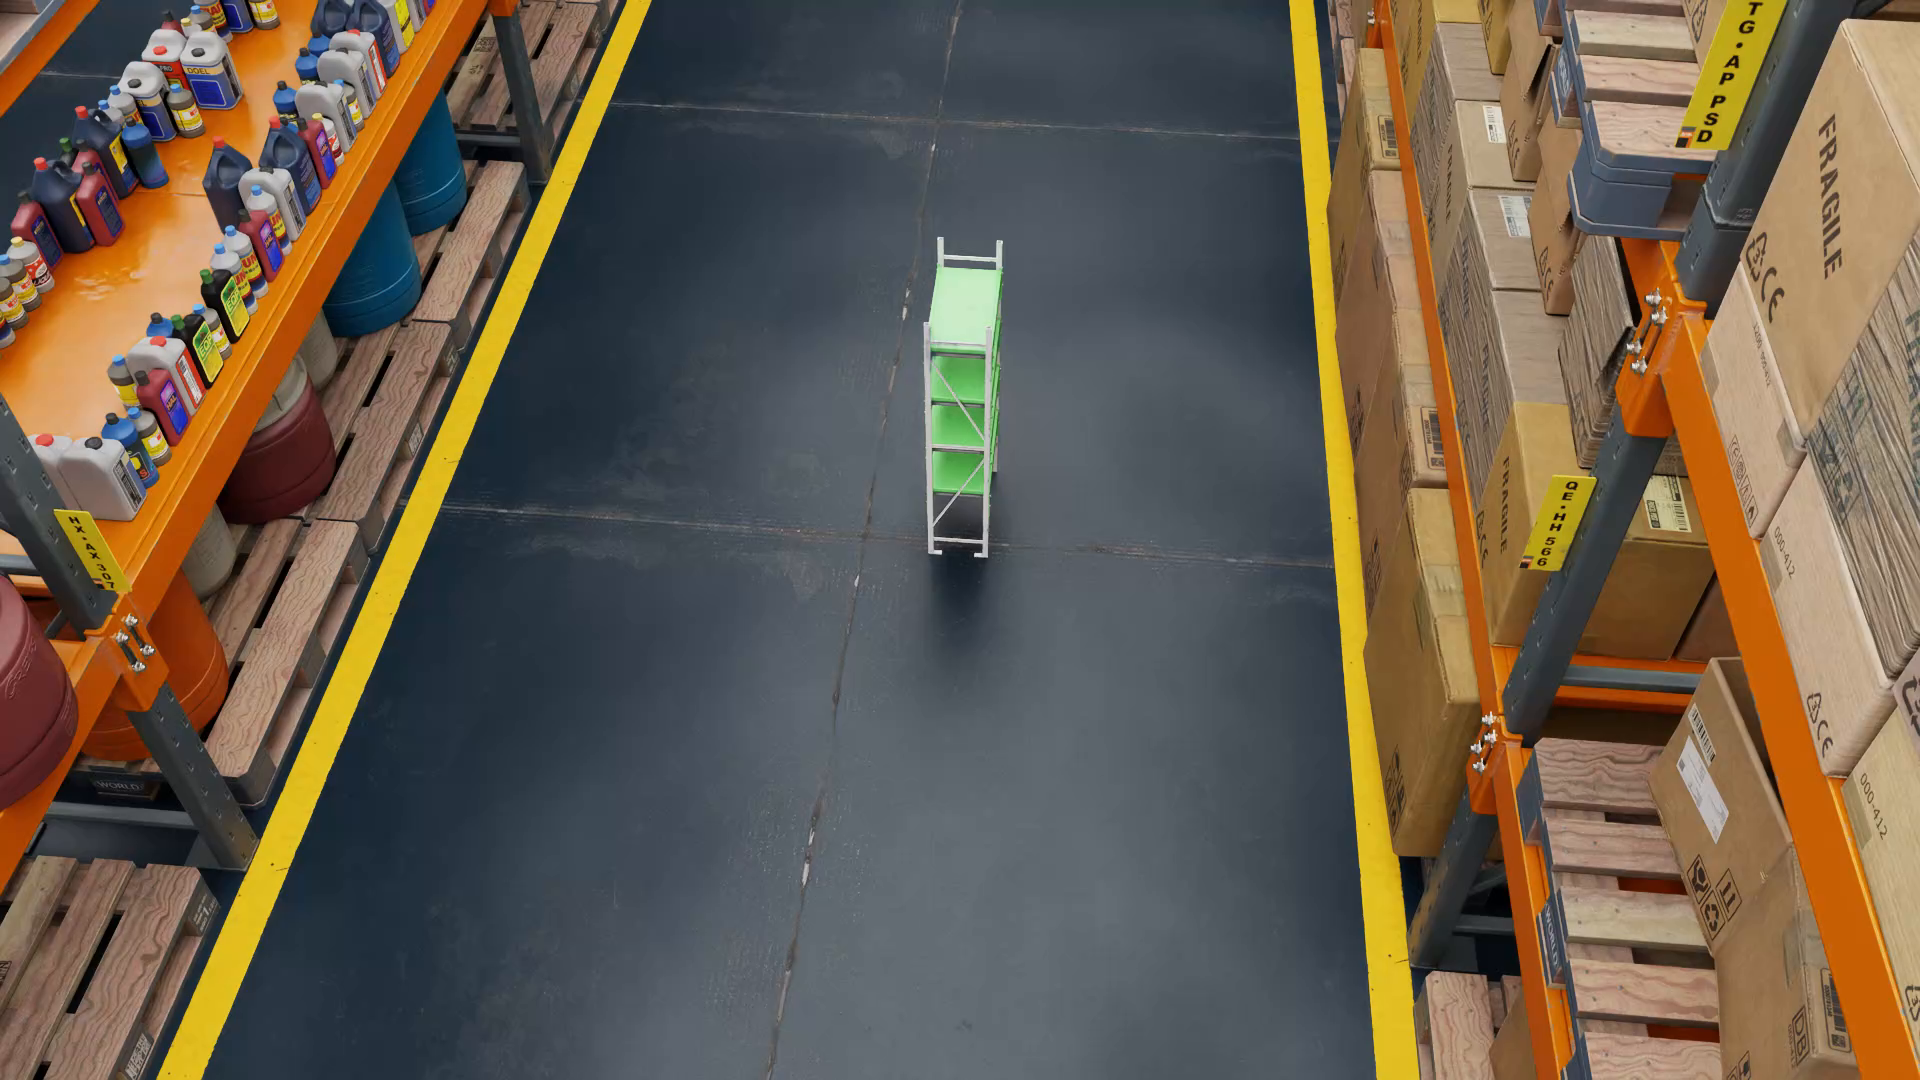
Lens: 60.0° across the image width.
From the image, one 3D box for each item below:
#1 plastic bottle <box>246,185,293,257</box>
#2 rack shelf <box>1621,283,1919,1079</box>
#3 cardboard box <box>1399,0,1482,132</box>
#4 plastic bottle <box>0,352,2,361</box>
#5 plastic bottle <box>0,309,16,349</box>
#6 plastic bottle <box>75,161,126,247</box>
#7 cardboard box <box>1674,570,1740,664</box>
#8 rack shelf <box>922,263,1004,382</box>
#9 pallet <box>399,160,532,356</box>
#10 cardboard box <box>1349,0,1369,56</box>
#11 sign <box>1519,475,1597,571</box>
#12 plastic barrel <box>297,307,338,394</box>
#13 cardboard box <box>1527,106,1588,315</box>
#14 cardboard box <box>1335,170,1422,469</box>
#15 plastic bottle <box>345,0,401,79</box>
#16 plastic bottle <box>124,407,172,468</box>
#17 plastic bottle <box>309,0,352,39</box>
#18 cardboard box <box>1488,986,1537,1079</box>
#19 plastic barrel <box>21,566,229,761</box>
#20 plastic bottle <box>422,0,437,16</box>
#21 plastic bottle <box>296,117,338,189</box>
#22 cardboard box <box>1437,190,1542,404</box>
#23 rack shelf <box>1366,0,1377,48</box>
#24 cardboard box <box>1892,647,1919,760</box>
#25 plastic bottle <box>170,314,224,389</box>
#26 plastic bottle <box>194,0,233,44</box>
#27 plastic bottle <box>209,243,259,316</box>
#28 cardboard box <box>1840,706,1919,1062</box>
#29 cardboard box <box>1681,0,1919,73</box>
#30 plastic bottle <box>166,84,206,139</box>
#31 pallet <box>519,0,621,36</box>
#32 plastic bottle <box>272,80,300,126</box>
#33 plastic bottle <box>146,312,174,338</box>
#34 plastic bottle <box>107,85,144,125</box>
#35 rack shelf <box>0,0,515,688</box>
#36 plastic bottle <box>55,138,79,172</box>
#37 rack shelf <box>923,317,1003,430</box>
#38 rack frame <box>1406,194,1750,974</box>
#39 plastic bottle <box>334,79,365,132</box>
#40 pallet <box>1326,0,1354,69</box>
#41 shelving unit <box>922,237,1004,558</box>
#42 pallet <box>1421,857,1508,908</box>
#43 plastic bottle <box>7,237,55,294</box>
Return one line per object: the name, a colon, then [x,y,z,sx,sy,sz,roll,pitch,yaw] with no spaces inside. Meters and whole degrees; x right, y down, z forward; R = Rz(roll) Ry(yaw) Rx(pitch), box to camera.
plastic bottle: [-2.442,-1.130,5.864,0.097,0.271,0.097,0,48,0]
rack shelf: [1.803,1.088,2.202,1.077,0.370,4.000,4,48,4]
cardboard box: [2.014,-1.894,6.408,0.500,0.500,0.500,4,48,4]
plastic bottle: [-3.258,-0.671,5.492,0.097,0.201,0.097,0,48,0]
plastic bottle: [-3.250,-0.767,5.531,0.097,0.271,0.097,0,48,0]
plastic bottle: [-3.070,-1.197,5.917,0.061,0.283,0.133,4,48,4]
cardboard box: [2.301,0.016,4.661,0.500,0.500,0.500,5,48,5]
rack shelf: [0.015,-0.807,6.137,0.258,0.148,0.480,4,48,4]
pallet: [-2.694,-1.379,7.894,1.003,0.211,1.213,4,48,4]
cardboard box: [2.572,-3.117,8.749,0.875,0.875,0.875,4,48,4]
sign: [1.433,-0.037,3.993,0.100,0.325,0.005,4,48,4]
plastic barrel: [-2.854,-0.858,6.930,0.421,0.512,0.421,0,48,0]
cardboard box: [2.130,-0.999,4.909,0.797,0.503,0.637,5,48,4]
cardboard box: [2.231,-0.847,6.673,1.225,0.875,0.875,2,48,2]
plastic bottle: [-2.357,-2.034,6.637,0.144,0.351,0.185,4,48,4]
plastic bottle: [-2.539,-0.329,5.179,0.097,0.201,0.097,0,48,0]
plastic bottle: [-2.501,-2.044,6.646,0.144,0.351,0.185,4,48,4]
cardboard box: [1.944,1.577,4.696,0.700,0.500,0.500,2,48,1]
plastic barrel: [-2.919,0.285,5.668,0.600,0.830,0.708,4,48,4]
plastic bottle: [-2.272,-2.360,6.981,0.061,0.283,0.133,4,48,4]
plastic bottle: [-2.385,-1.452,6.150,0.061,0.283,0.133,4,48,4]
cardboard box: [1.879,-0.772,5.382,0.500,0.500,0.500,2,48,2]
rack shelf: [2.532,-3.778,8.686,1.077,0.370,4.000,4,48,4]
cardboard box: [1.598,0.244,2.081,0.500,0.500,0.500,3,48,2]
plastic bottle: [-2.486,-0.637,5.405,0.061,0.283,0.133,4,48,4]
plastic bottle: [-3.075,-2.174,6.819,0.097,0.271,0.097,0,48,0]
plastic bottle: [-2.472,-0.888,5.643,0.097,0.271,0.097,0,48,0]
cardboard box: [1.605,0.510,2.345,0.500,0.250,0.500,5,48,4]
cardboard box: [1.969,-1.254,3.502,0.797,0.503,0.637,6,48,6]
plastic bottle: [-2.983,-1.657,6.393,0.097,0.201,0.097,0,48,0]
pallet: [-2.445,-3.385,9.729,1.003,0.211,1.213,4,48,4]
plastic bottle: [-2.535,-1.616,6.308,0.097,0.271,0.097,0,48,0]
plastic bottle: [-2.566,-0.625,5.402,0.097,0.271,0.097,0,48,0]
plastic bottle: [-3.147,-1.592,6.286,0.097,0.271,0.097,0,48,0]
rack shelf: [-2.765,-1.172,6.302,1.077,0.370,4.000,4,48,4]
plastic bottle: [-3.202,-1.305,6.016,0.061,0.283,0.133,4,48,4]
rack shelf: [0.015,-0.645,6.314,0.258,0.148,0.480,4,48,4]
rack frame: [1.986,0.388,4.388,1.000,3.000,0.127,4,48,4]
plastic bottle: [-2.371,-1.681,6.415,0.097,0.201,0.097,0,48,0]
pallet: [2.606,-3.062,9.434,1.003,0.211,1.213,4,48,4]
shelving unit: [0.015,-0.527,6.444,0.258,1.200,0.503,4,48,4]
pallet: [2.132,0.755,5.942,1.003,0.211,1.213,4,48,4]
plastic bottle: [-3.223,-0.958,5.754,0.097,0.201,0.097,0,48,0]
